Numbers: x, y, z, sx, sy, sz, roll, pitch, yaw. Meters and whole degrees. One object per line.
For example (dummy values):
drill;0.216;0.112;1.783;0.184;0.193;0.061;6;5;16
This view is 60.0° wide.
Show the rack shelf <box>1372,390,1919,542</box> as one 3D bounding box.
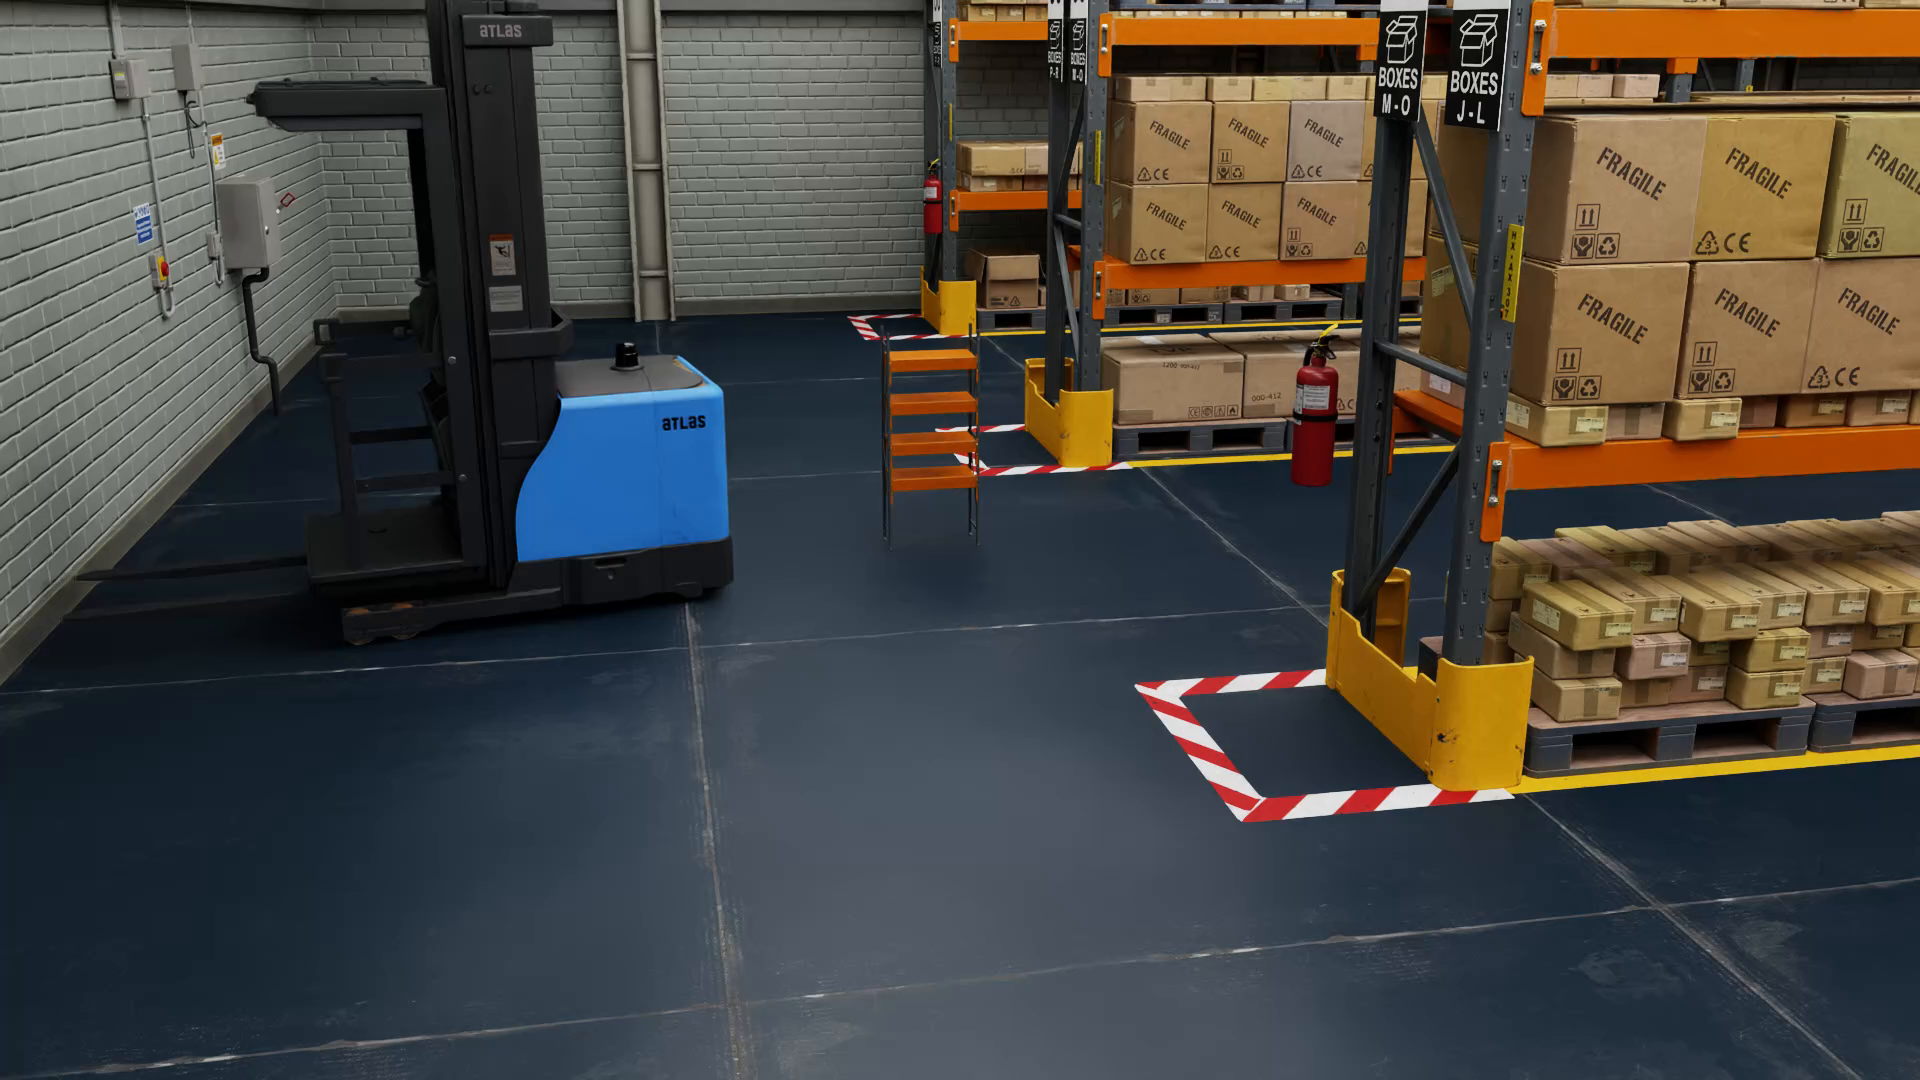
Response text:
rack shelf;3.755;-0.427;6.818;4.000;0.370;1.077;-3;17;-10

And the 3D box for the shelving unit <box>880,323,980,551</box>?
shelving unit;-0.163;-0.564;9.106;0.503;1.200;0.258;-3;17;-10

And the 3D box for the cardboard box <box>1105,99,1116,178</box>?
cardboard box;1.181;-2.702;11.126;0.500;0.500;0.500;-3;17;-9

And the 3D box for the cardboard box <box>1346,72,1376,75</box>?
cardboard box;2.822;-3.117;11.373;0.250;0.149;0.380;-3;17;-10

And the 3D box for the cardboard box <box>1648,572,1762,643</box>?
cardboard box;2.890;0.260;6.483;0.250;0.149;0.380;-3;17;-11

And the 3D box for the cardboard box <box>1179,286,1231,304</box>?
cardboard box;2.292;-2.618;16.269;0.500;0.500;0.700;-4;18;-13

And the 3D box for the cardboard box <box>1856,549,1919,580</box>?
cardboard box;3.887;0.167;6.788;0.250;0.149;0.380;-3;17;-10

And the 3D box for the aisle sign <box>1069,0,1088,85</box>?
aisle sign;0.737;-3.236;10.310;0.004;0.787;0.394;-3;17;-10

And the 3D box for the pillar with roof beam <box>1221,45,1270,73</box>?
pillar with roof beam;3.697;-5.582;12.159;0.400;9.000;9.100;-3;17;-10

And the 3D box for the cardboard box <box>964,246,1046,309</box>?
cardboard box;0.426;-2.525;15.962;0.637;0.503;0.797;-4;18;-13

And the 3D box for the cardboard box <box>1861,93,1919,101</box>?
cardboard box;6.660;-2.865;11.657;0.500;0.500;0.500;-4;17;-11

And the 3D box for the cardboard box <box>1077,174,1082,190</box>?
cardboard box;1.194;-3.395;15.686;0.250;0.149;0.380;-3;17;-10

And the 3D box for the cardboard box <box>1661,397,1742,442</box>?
cardboard box;2.688;-0.488;6.221;0.250;0.149;0.380;-4;17;-12

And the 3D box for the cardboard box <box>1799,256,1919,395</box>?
cardboard box;3.288;-0.855;6.311;0.500;0.500;0.500;-3;17;-10

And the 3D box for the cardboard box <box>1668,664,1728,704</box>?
cardboard box;2.850;0.512;6.677;0.250;0.149;0.380;-3;17;-10

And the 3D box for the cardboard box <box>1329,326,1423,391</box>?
cardboard box;3.165;-1.225;11.841;0.875;0.438;0.875;-4;17;-12

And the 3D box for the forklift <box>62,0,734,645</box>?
forklift;-2.712;-1.089;7.866;3.031;2.935;1.130;-7;18;-21

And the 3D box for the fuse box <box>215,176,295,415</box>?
fuse box;-5.034;-1.758;12.120;0.414;1.711;0.539;-3;17;-10

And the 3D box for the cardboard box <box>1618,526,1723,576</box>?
cardboard box;3.017;0.071;7.098;0.250;0.149;0.380;-4;18;-13

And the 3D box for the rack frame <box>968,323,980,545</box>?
rack frame;0.077;-0.578;9.150;0.015;1.200;0.240;-3;17;-10

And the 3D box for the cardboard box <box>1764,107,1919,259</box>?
cardboard box;3.292;-1.328;6.147;0.500;0.500;0.500;-4;17;-12

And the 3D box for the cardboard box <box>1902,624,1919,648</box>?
cardboard box;3.898;0.303;6.850;0.250;0.149;0.380;-2;17;-8

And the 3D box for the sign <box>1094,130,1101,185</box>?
sign;0.852;-2.372;10.316;0.005;0.325;0.100;-3;17;-10

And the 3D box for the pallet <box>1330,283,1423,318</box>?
pallet;4.526;-2.457;16.953;1.213;0.211;1.003;-3;17;-10

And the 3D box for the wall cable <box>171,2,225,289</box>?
wall cable;-5.059;-2.654;11.112;0.122;1.984;0.588;-3;17;-10

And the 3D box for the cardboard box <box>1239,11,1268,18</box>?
cardboard box;2.690;-4.905;15.492;0.250;0.149;0.380;-3;17;-11

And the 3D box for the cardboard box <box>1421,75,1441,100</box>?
cardboard box;2.933;-2.959;10.860;0.250;0.149;0.380;-3;17;-10

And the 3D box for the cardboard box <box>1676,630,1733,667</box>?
cardboard box;2.857;0.367;6.641;0.250;0.149;0.380;-3;17;-10

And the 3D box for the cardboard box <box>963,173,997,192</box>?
cardboard box;0.182;-3.330;15.474;0.250;0.149;0.380;-3;17;-11

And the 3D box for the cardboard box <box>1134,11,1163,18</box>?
cardboard box;1.688;-4.833;15.258;0.250;0.149;0.380;-3;17;-10

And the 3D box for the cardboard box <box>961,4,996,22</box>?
cardboard box;0.165;-4.776;15.071;0.250;0.149;0.380;-3;17;-9

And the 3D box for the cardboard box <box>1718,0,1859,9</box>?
cardboard box;2.798;-2.001;5.864;0.500;0.250;0.500;-3;17;-9

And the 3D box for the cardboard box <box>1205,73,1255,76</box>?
cardboard box;1.805;-3.056;11.175;0.250;0.149;0.380;-3;17;-9

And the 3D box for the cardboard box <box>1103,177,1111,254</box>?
cardboard box;1.176;-2.232;11.298;0.500;0.500;0.500;-3;17;-10

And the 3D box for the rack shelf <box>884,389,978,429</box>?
rack shelf;-0.163;-0.714;9.060;0.480;0.148;0.258;-3;17;-10

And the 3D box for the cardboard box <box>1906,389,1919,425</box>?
cardboard box;3.693;-0.564;6.468;0.250;0.149;0.380;-3;17;-8

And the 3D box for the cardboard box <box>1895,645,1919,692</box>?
cardboard box;3.883;0.476;6.794;0.250;0.149;0.380;-3;17;-10

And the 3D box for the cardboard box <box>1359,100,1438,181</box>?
cardboard box;2.778;-2.641;10.927;0.500;0.500;0.500;-3;17;-10

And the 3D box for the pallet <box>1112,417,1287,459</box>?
pallet;1.523;-0.815;11.605;1.213;0.211;1.003;-3;17;-10

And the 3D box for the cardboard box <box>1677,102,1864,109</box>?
cardboard box;3.200;-1.484;6.655;0.500;0.500;0.500;-2;17;-8

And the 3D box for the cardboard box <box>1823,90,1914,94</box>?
cardboard box;6.585;-3.013;12.140;0.500;0.500;0.500;-3;17;-10

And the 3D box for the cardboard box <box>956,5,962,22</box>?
cardboard box;0.078;-4.910;15.507;0.250;0.149;0.380;-3;17;-9

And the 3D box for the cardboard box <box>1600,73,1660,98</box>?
cardboard box;4.438;-3.030;11.091;0.250;0.149;0.380;-4;17;-12

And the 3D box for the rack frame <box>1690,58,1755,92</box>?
rack frame;7.662;-3.957;17.086;0.127;3.000;1.000;-3;17;-10

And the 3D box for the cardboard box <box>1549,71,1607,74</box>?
cardboard box;4.321;-3.196;11.632;0.250;0.149;0.380;-4;17;-11

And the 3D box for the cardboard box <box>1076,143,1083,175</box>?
cardboard box;1.296;-3.587;15.629;0.500;0.250;0.500;-4;17;-11

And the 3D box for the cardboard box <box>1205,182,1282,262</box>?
cardboard box;1.770;-2.109;10.898;0.500;0.500;0.500;-3;17;-11

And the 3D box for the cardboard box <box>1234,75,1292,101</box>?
cardboard box;1.930;-2.893;10.643;0.250;0.149;0.380;-4;17;-12

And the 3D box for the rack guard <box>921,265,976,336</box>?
rack guard;-0.118;-2.321;16.016;0.348;0.500;1.175;-3;17;-10

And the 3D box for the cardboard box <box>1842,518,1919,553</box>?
cardboard box;4.051;0.032;7.225;0.250;0.149;0.380;-4;18;-13

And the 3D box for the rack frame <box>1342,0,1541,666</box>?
rack frame;1.791;-0.659;6.349;0.127;3.000;1.000;-3;17;-10
